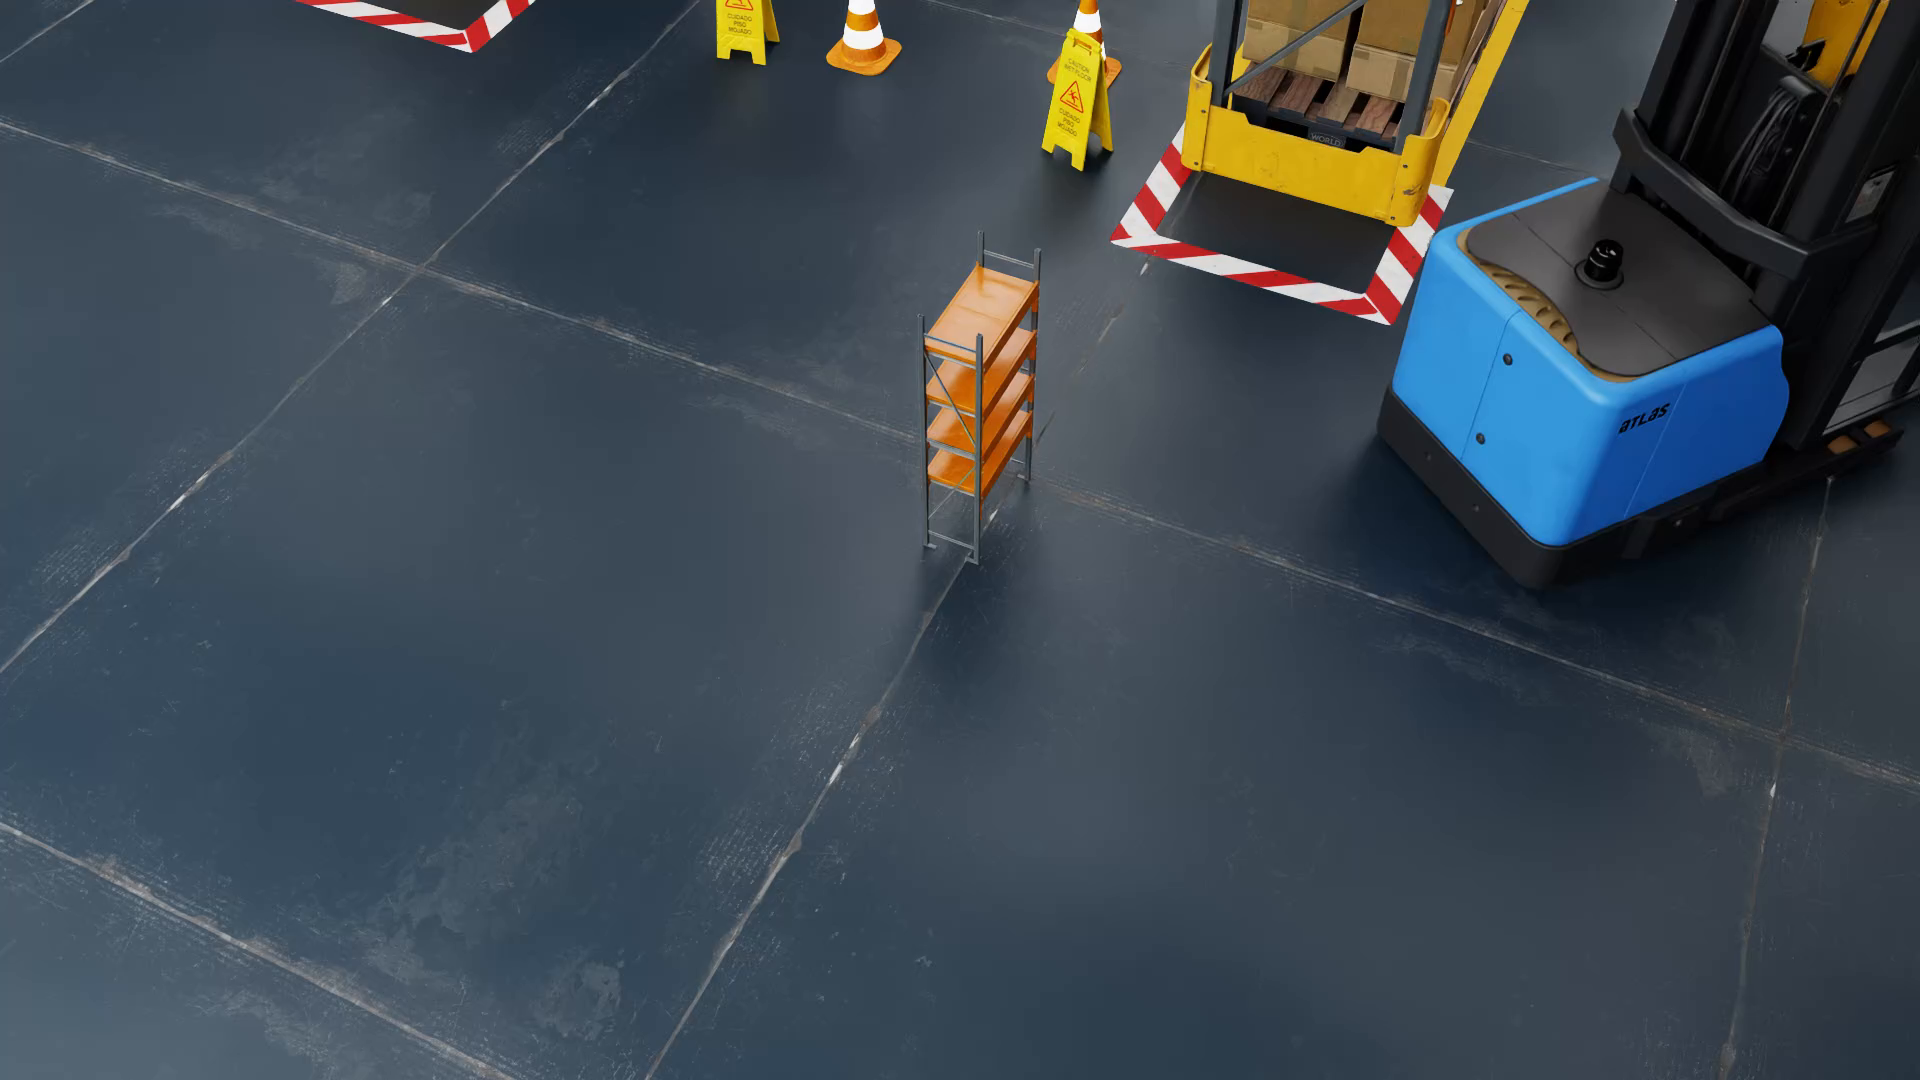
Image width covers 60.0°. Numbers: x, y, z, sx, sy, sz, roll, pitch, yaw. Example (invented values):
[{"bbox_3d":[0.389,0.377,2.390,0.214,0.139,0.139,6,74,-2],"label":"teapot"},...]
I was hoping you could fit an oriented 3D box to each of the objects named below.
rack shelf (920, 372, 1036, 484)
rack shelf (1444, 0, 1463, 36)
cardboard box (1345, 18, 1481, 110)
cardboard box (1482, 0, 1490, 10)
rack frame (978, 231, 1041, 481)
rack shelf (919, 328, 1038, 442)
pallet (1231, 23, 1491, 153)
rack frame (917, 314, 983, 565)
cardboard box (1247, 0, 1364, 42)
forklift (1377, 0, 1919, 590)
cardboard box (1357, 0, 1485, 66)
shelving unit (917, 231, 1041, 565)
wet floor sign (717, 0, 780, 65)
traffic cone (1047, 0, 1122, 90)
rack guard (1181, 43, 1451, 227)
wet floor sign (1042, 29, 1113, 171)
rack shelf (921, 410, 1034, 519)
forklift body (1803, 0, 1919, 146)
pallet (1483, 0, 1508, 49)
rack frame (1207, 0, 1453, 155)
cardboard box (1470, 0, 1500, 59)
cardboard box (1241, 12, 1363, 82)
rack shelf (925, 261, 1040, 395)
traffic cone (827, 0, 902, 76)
[{"bbox_3d":[0.071,-0.459,6.256,0.258,0.148,0.480,20,52,16],"label":"rack shelf"},{"bbox_3d":[2.483,-3.825,8.323,1.077,0.370,4.000,20,52,16],"label":"rack shelf"},{"bbox_3d":[2.223,-2.392,8.160,0.500,0.250,0.500,19,52,16],"label":"cardboard box"},{"bbox_3d":[2.452,-3.013,8.196,0.500,0.500,0.500,18,52,15],"label":"cardboard box"},{"bbox_3d":[0.175,-0.671,6.348,0.240,1.200,0.015,20,52,16],"label":"rack frame"},{"bbox_3d":[0.071,-0.604,6.086,0.258,0.148,0.480,20,52,16],"label":"rack shelf"},{"bbox_3d":[2.040,-2.378,8.450,1.003,0.211,1.213,20,52,16],"label":"pallet"},{"bbox_3d":[-0.034,-0.335,6.062,0.240,1.200,0.015,20,52,16],"label":"rack frame"},{"bbox_3d":[1.735,-2.806,8.020,0.500,0.500,0.500,20,53,16],"label":"cardboard box"},{"bbox_3d":[3.274,-1.557,5.966,3.031,2.935,1.130,-21,53,-17],"label":"forklift"},{"bbox_3d":[2.233,-2.651,7.889,0.500,0.500,0.500,18,52,15],"label":"cardboard box"},{"bbox_3d":[0.071,-0.503,6.205,0.258,1.200,0.503,20,52,16],"label":"shelving unit"},{"bbox_3d":[-1.113,-2.795,8.520,0.267,0.644,0.232,12,51,10],"label":"wet floor sign"},{"bbox_3d":[0.646,-2.575,8.452,0.336,0.463,0.334,20,52,16],"label":"traffic cone"},{"bbox_3d":[1.661,-1.923,7.873,1.175,0.500,0.348,20,52,16],"label":"rack guard"},{"bbox_3d":[0.580,-2.135,7.958,0.232,0.644,0.267,-37,59,-27],"label":"wet floor sign"},{"bbox_3d":[0.071,-0.331,6.408,0.258,0.148,0.480,20,52,16],"label":"rack shelf"},{"bbox_3d":[5.278,-2.693,7.444,2.313,2.155,1.214,20,52,16],"label":"forklift body"},{"bbox_3d":[2.562,-3.215,9.162,1.003,0.211,1.213,20,52,16],"label":"pallet"},{"bbox_3d":[1.628,-2.681,6.877,1.000,3.000,0.127,20,52,16],"label":"rack frame"},{"bbox_3d":[2.448,-2.741,8.457,0.500,0.250,0.500,22,53,17],"label":"cardboard box"},{"bbox_3d":[1.741,-2.587,8.326,0.500,0.250,0.500,20,52,16],"label":"cardboard box"},{"bbox_3d":[0.071,-0.757,5.906,0.258,0.148,0.480,20,52,16],"label":"rack shelf"},{"bbox_3d":[-0.503,-2.702,8.560,0.336,0.463,0.334,20,52,16],"label":"traffic cone"}]
